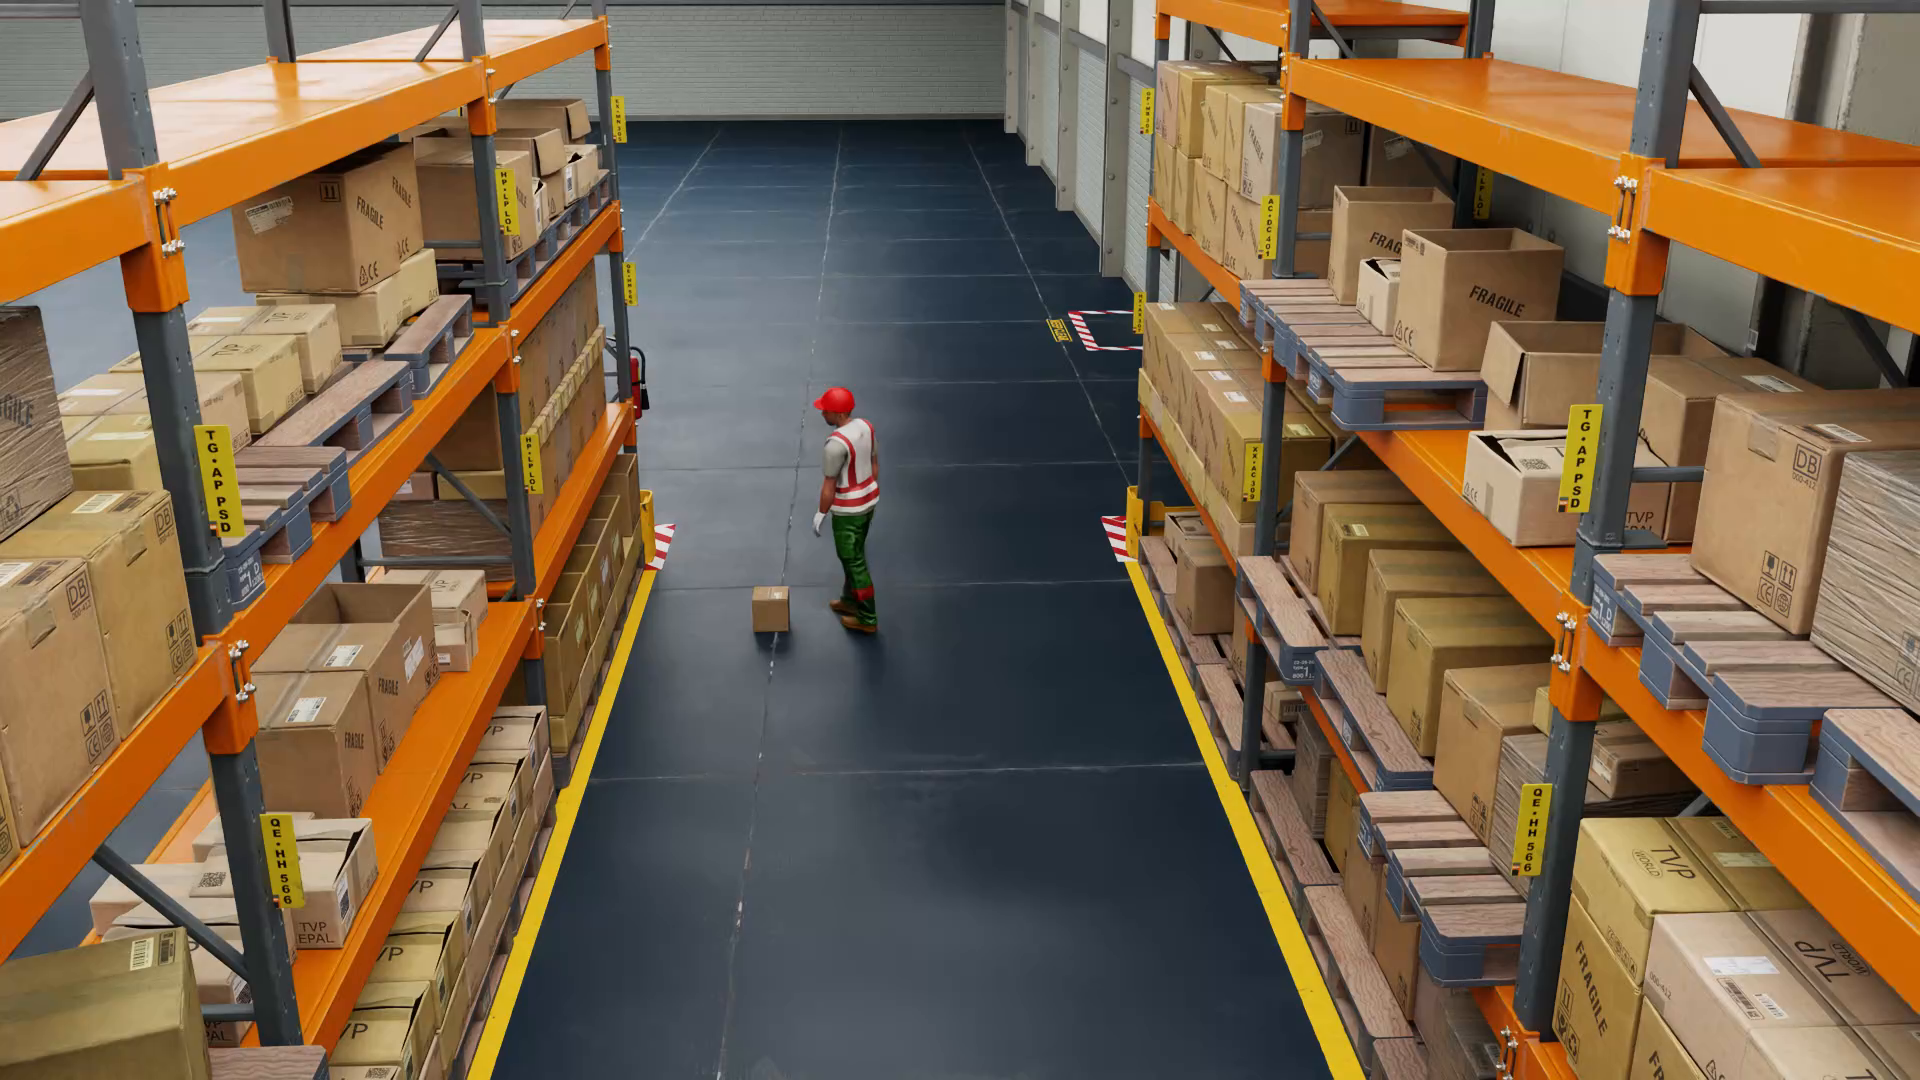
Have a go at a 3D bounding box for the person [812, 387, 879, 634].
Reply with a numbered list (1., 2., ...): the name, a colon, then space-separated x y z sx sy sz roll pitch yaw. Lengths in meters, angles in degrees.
1. person: -0.820 -0.234 11.637 0.571 1.783 0.601 10 22 25
